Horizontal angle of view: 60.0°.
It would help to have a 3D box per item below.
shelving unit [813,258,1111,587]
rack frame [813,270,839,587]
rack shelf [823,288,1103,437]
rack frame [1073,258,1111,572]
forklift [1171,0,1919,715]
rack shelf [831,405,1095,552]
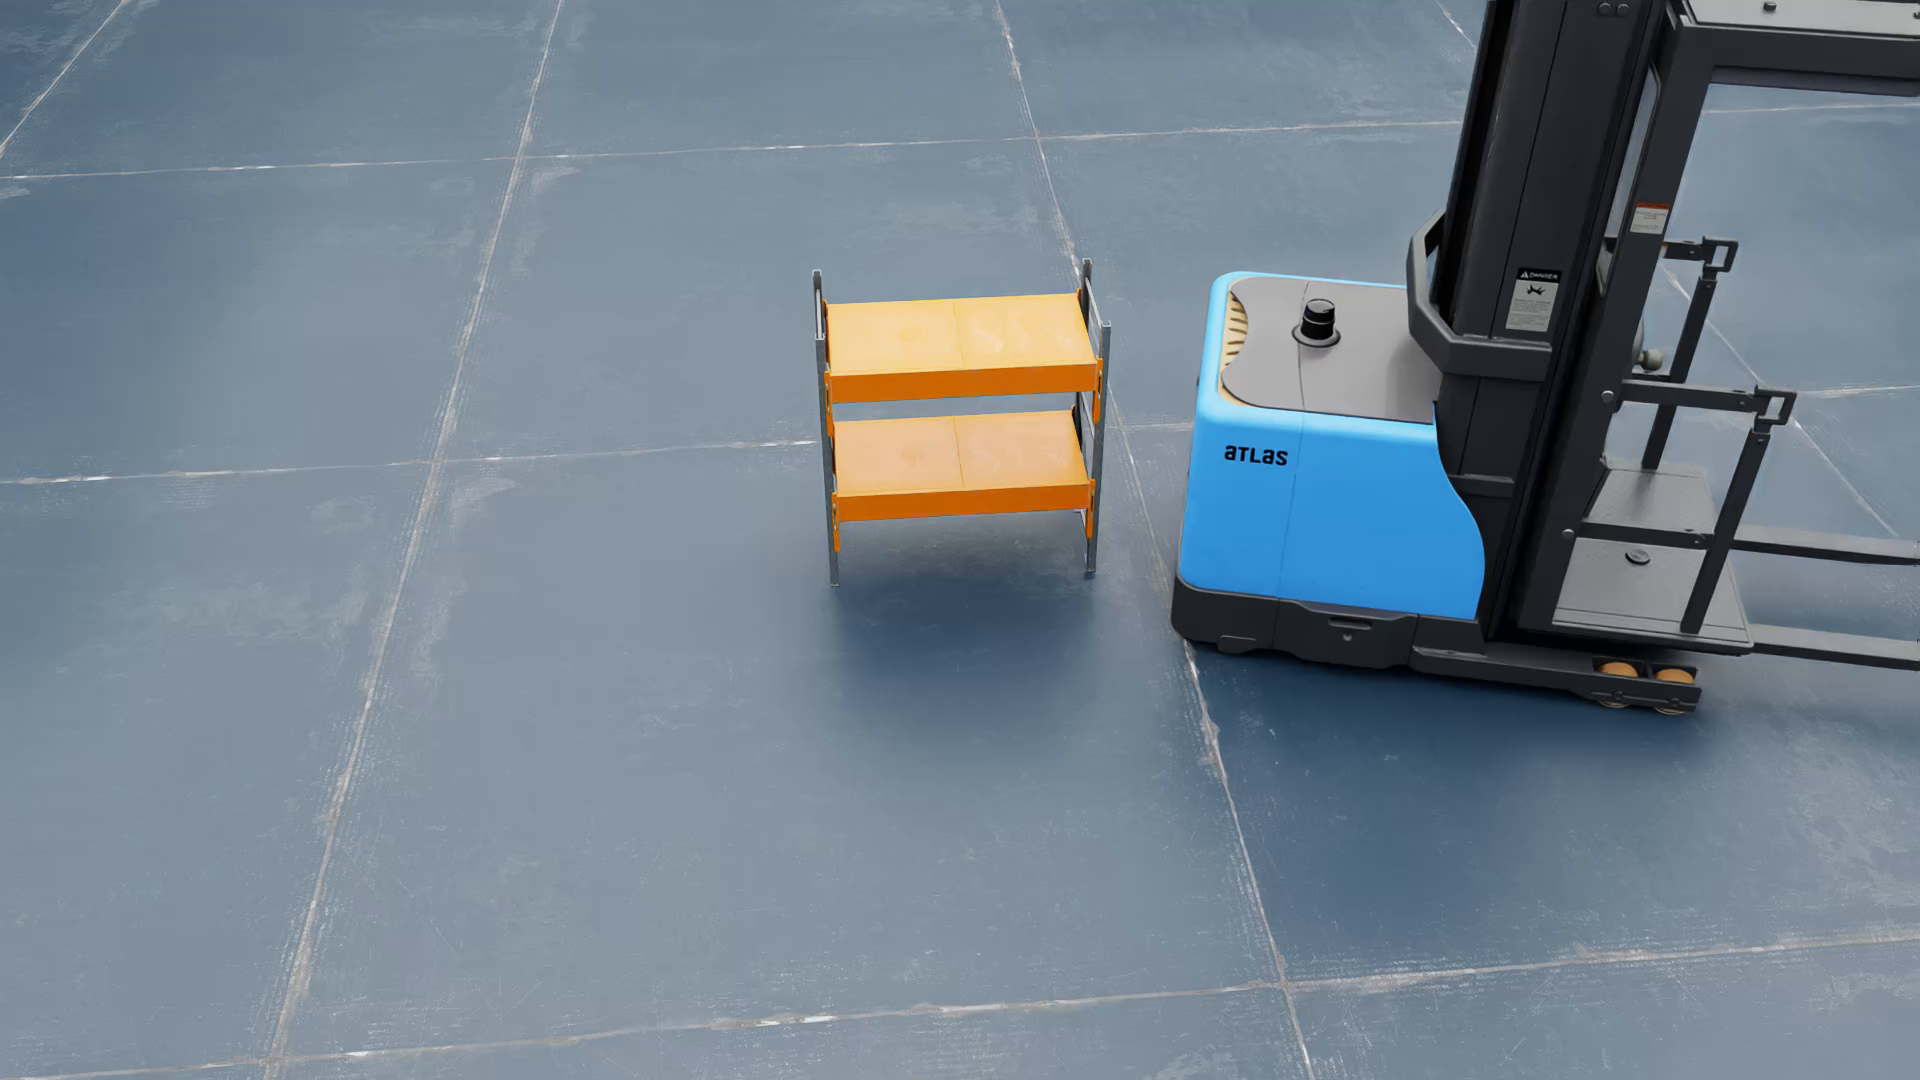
[{"bbox_3d":[-0.007,-0.441,6.401,1.048,1.125,0.538,-3,38,-4],"label":"shelving unit"},{"bbox_3d":[-0.513,-0.413,6.366,0.032,1.125,0.500,-3,38,-4],"label":"rack frame"},{"bbox_3d":[-0.007,-0.671,6.220,1.000,0.278,0.538,-3,38,-4],"label":"rack shelf"},{"bbox_3d":[0.500,-0.469,6.436,0.032,1.125,0.500,-3,38,-4],"label":"rack frame"},{"bbox_3d":[2.358,-0.884,5.504,3.031,2.935,1.130,6,39,8],"label":"forklift"},{"bbox_3d":[-0.007,-0.249,6.553,1.000,0.278,0.538,-3,38,-4],"label":"rack shelf"}]
